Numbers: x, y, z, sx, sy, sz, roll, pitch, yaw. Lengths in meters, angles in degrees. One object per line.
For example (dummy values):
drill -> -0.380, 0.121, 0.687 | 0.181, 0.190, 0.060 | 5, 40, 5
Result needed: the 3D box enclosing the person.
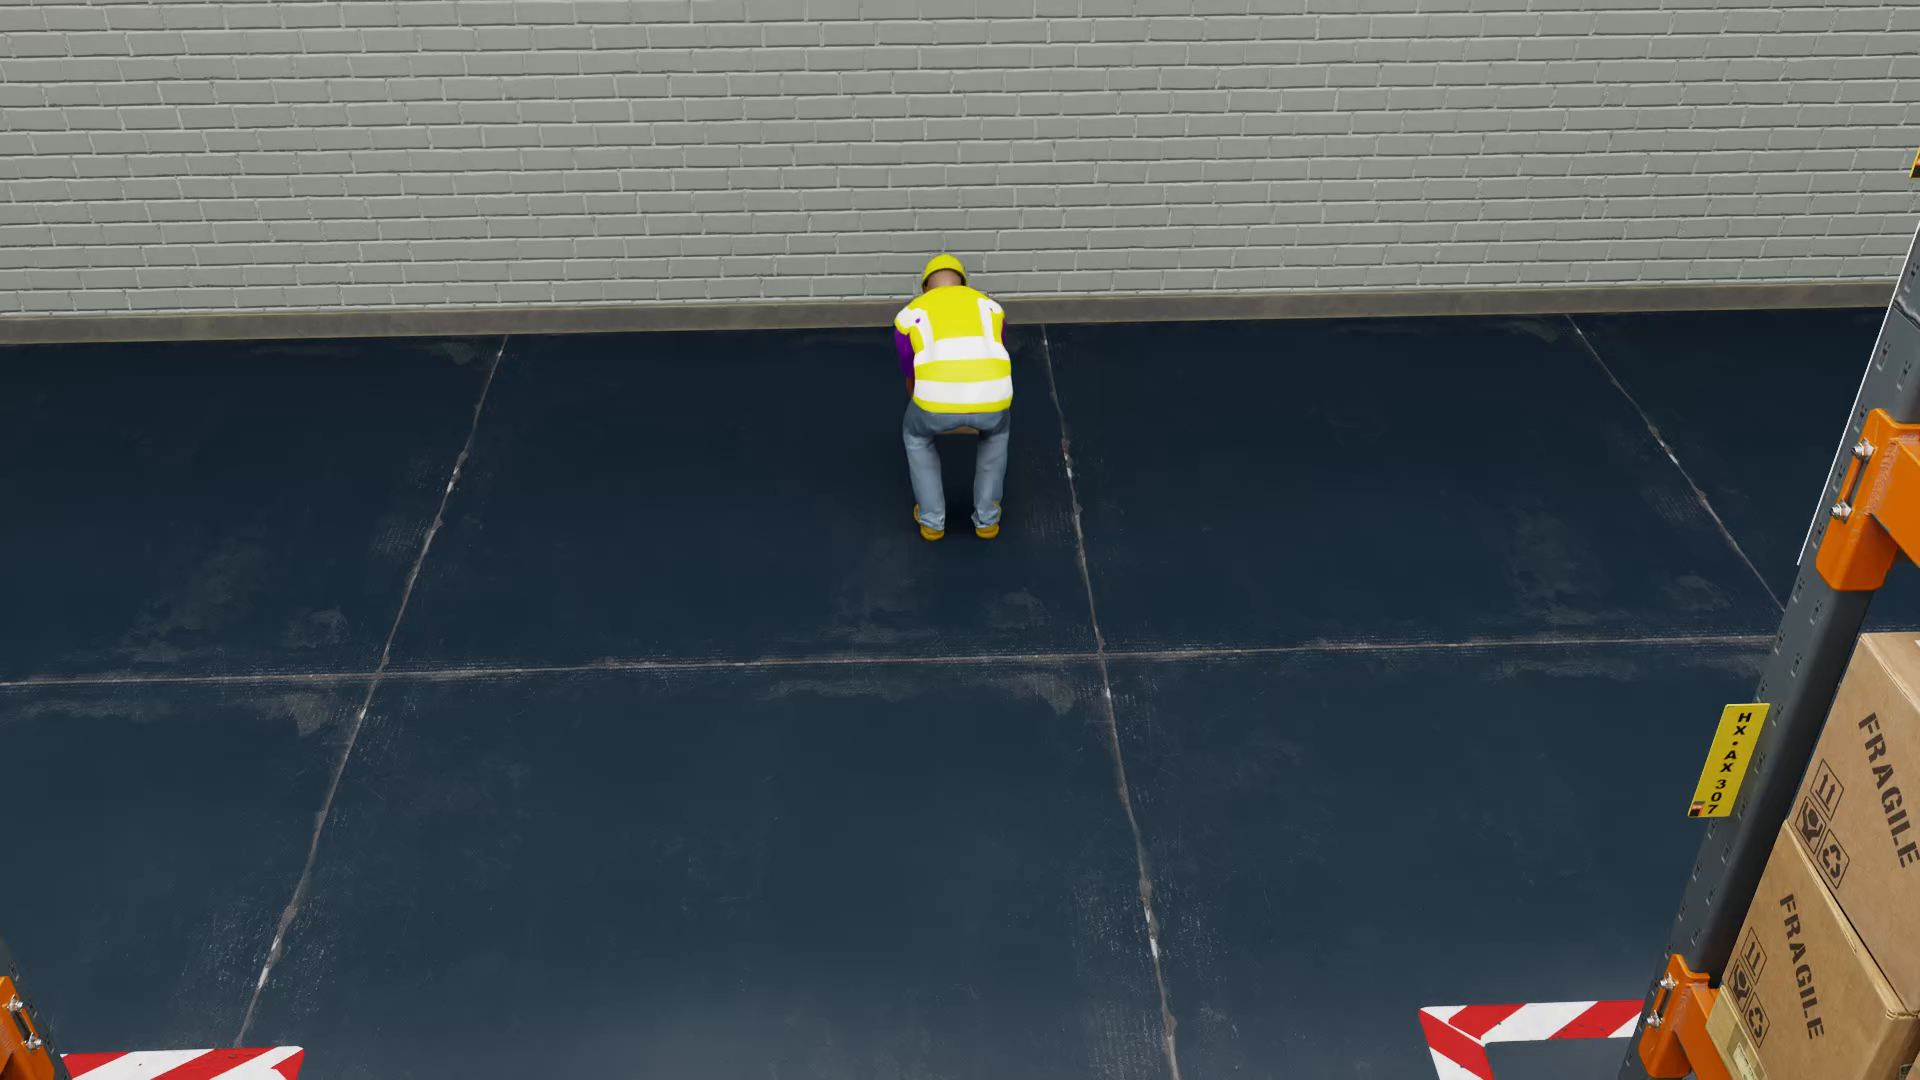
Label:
person -> -0.032, -0.634, 7.604 | 0.512, 1.103, 0.964 | -3, 35, -4
